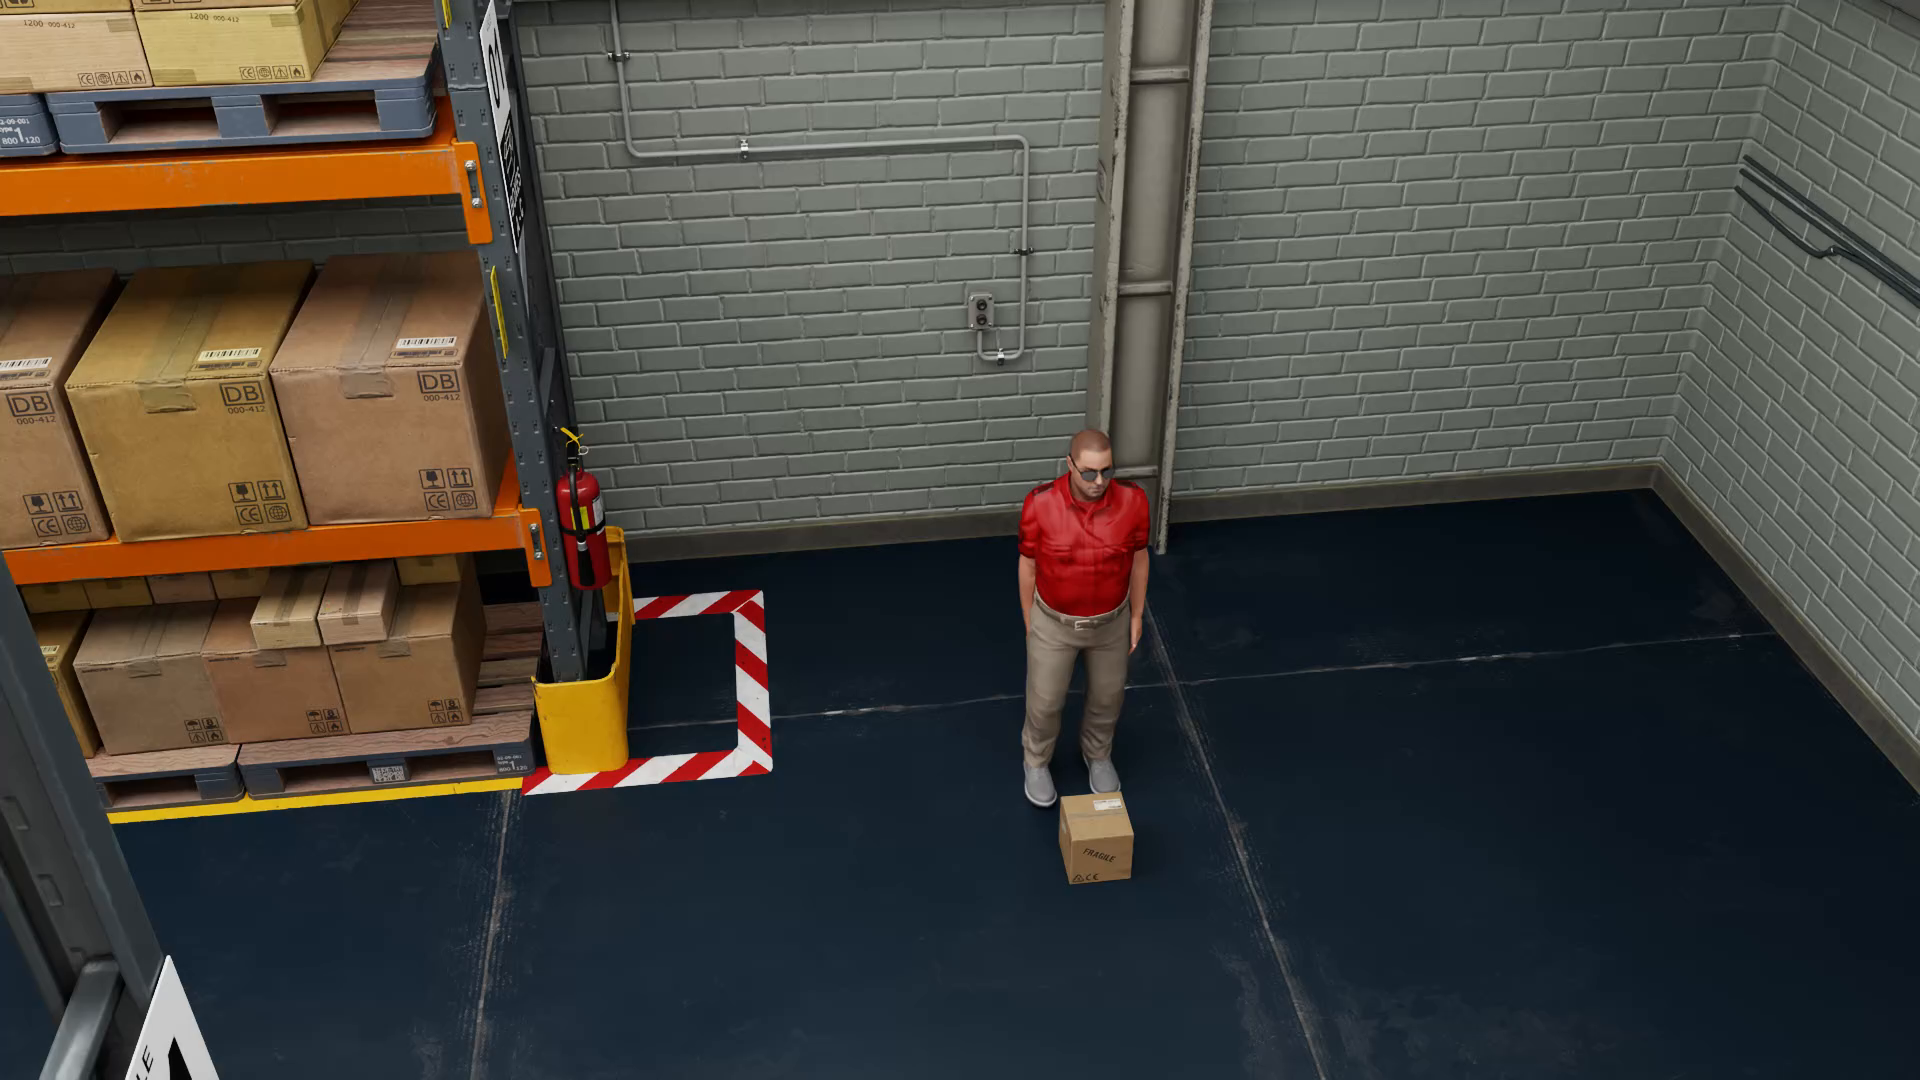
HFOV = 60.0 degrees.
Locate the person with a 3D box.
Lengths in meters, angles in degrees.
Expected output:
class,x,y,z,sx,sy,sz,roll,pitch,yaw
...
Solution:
class,x,y,z,sx,sy,sz,roll,pitch,yaw
person,0.497,0.328,6.689,0.527,1.722,0.360,-4,35,-5
